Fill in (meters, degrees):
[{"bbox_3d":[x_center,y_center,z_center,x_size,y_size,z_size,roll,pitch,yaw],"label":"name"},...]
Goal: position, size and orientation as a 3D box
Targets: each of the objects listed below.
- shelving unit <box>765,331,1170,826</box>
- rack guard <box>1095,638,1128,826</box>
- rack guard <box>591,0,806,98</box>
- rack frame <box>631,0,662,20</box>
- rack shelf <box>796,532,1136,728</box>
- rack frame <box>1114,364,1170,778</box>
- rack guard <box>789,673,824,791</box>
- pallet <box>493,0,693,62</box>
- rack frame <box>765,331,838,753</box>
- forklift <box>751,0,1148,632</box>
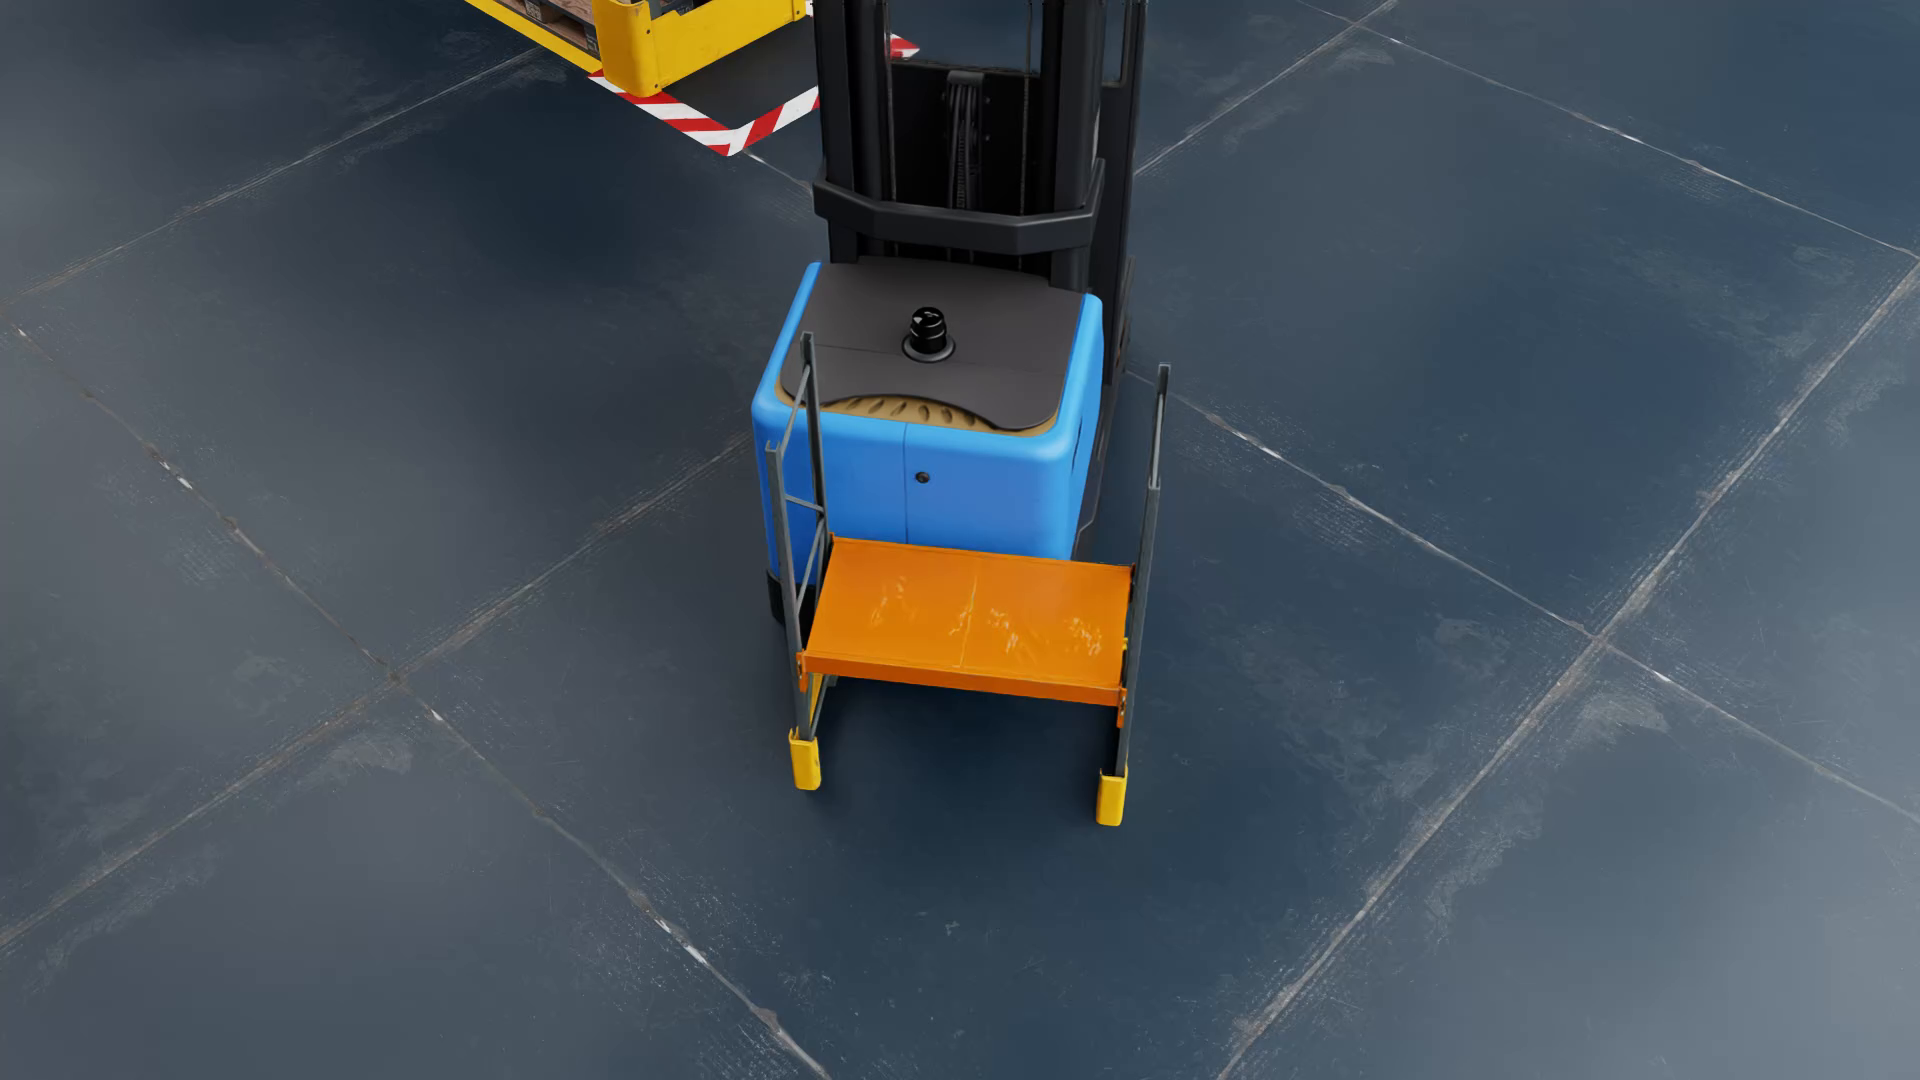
[{"bbox_3d":[0.026,0.148,5.082,1.083,1.500,0.587,6,47,5],"label":"shelving unit"},{"bbox_3d":[0.519,0.627,5.490,0.087,0.250,0.587,6,47,5],"label":"rack guard"},{"bbox_3d":[-1.318,-2.765,8.503,0.348,0.500,1.175,34,55,28],"label":"rack guard"},{"bbox_3d":[-1.230,-3.608,7.580,0.127,3.000,1.000,34,55,28],"label":"rack frame"},{"bbox_3d":[0.035,0.272,5.212,1.000,0.185,0.538,6,47,5],"label":"rack shelf"},{"bbox_3d":[0.538,0.201,5.032,0.032,1.500,0.500,6,47,5],"label":"rack frame"},{"bbox_3d":[-0.467,0.525,5.585,0.087,0.250,0.587,6,47,5],"label":"rack guard"},{"bbox_3d":[-1.911,-3.070,8.988,1.213,0.211,1.003,34,55,28],"label":"pallet"},{"bbox_3d":[-0.468,0.098,5.129,0.032,1.500,0.500,6,47,5],"label":"rack frame"},{"bbox_3d":[0.107,-1.666,5.804,1.130,2.935,3.031,8,47,7],"label":"forklift"}]
